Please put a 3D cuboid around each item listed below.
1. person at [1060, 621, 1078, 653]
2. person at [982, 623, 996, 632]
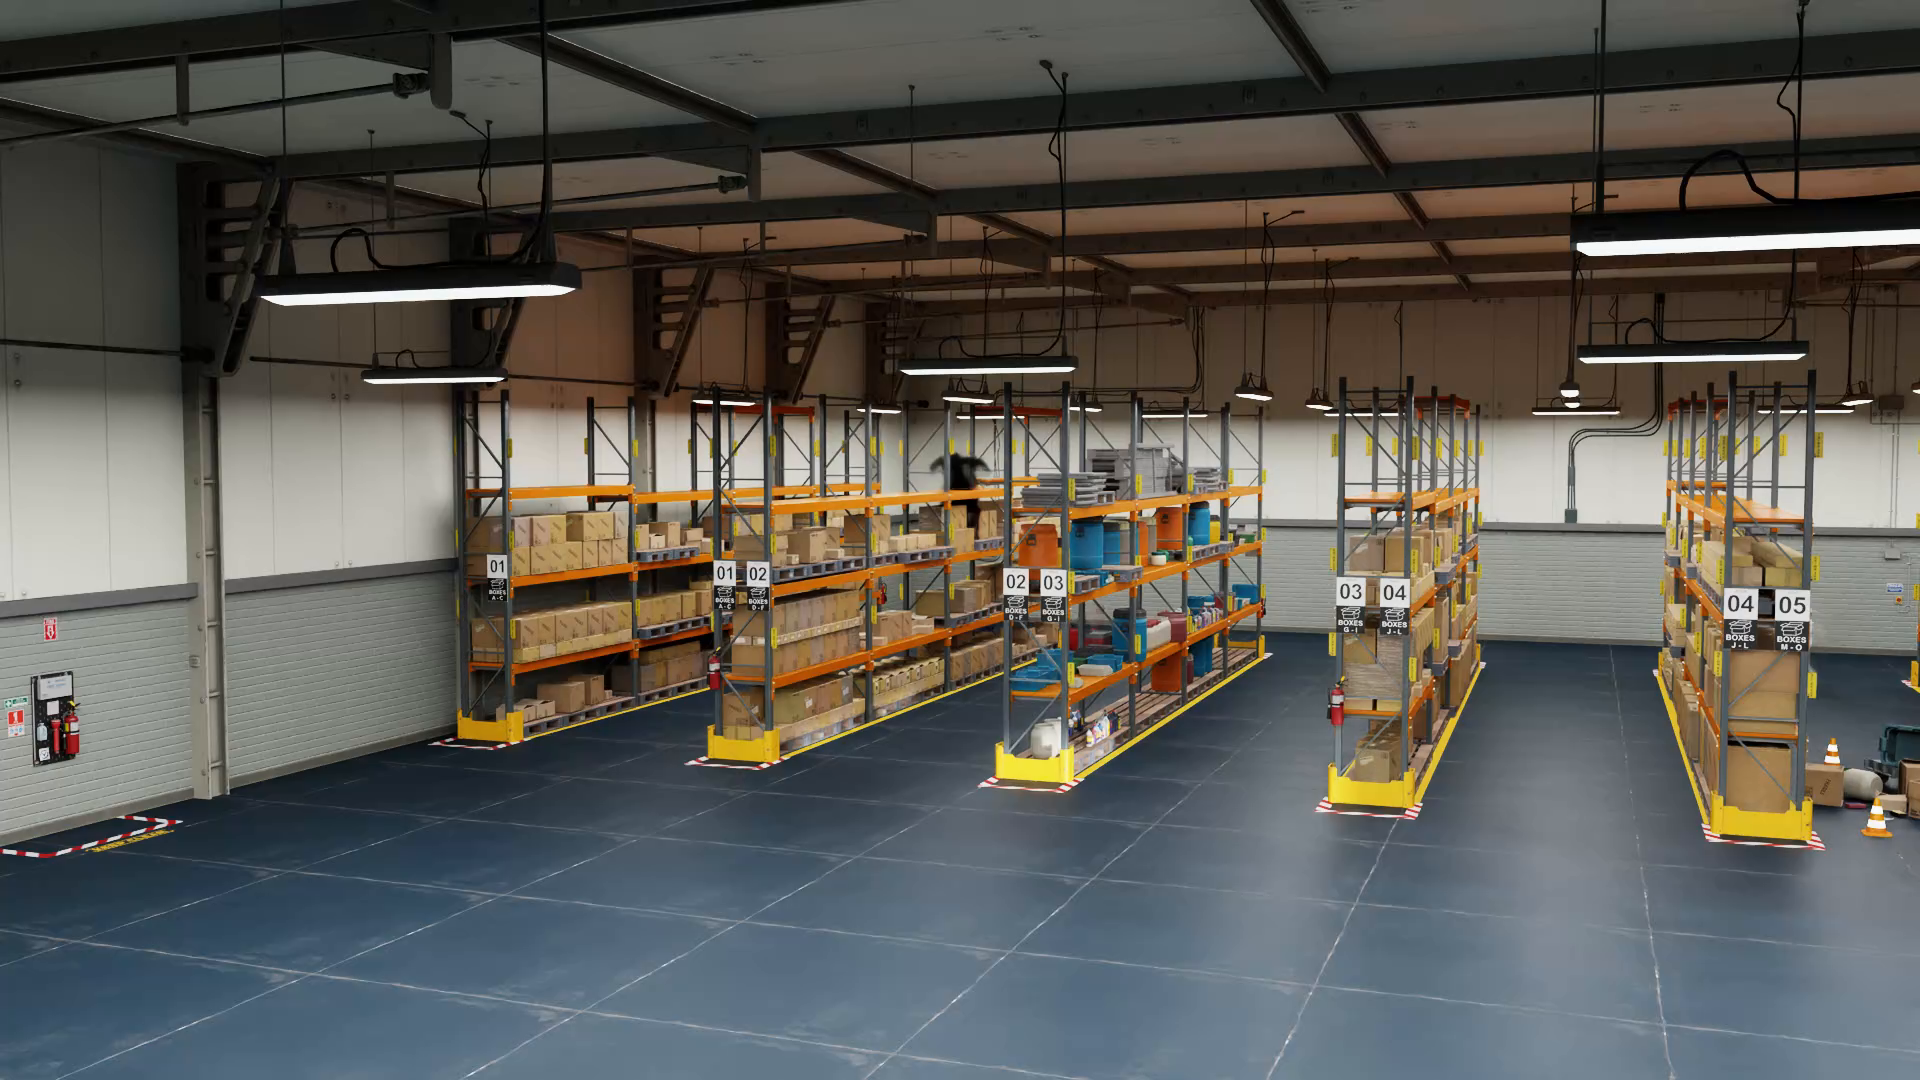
[{"bbox_3d":[2.381,2.373,33.791,0.667,1.558,0.977,2,4,36],"label":"person"},{"bbox_3d":[0.802,1.912,43.023,0.578,1.591,0.786,3,4,39],"label":"person"}]
